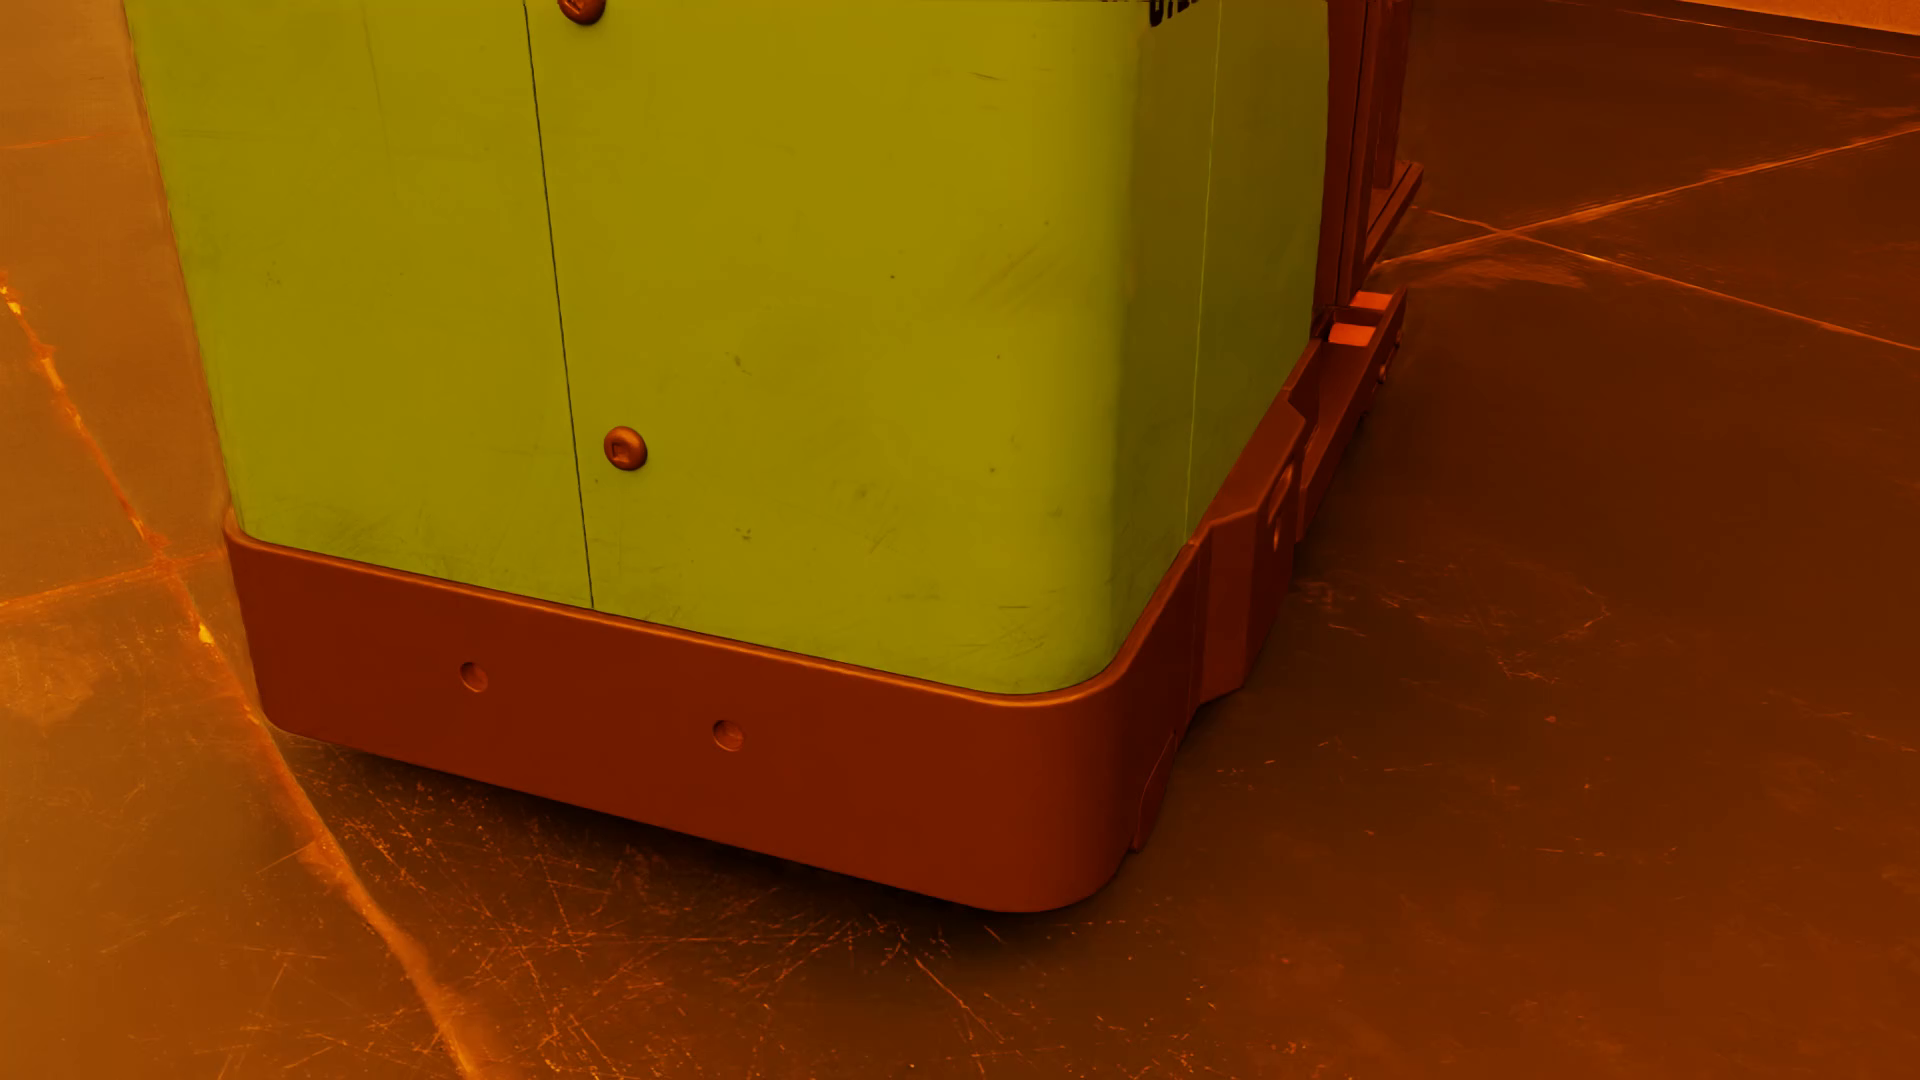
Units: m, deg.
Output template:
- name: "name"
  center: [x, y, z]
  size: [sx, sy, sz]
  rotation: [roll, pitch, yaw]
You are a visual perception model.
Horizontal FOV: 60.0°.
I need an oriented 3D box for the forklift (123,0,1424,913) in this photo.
- name: "forklift"
  center: [0.188, -1.586, 2.393]
  size: [1.130, 2.935, 3.031]
  rotation: [10, 28, 19]
